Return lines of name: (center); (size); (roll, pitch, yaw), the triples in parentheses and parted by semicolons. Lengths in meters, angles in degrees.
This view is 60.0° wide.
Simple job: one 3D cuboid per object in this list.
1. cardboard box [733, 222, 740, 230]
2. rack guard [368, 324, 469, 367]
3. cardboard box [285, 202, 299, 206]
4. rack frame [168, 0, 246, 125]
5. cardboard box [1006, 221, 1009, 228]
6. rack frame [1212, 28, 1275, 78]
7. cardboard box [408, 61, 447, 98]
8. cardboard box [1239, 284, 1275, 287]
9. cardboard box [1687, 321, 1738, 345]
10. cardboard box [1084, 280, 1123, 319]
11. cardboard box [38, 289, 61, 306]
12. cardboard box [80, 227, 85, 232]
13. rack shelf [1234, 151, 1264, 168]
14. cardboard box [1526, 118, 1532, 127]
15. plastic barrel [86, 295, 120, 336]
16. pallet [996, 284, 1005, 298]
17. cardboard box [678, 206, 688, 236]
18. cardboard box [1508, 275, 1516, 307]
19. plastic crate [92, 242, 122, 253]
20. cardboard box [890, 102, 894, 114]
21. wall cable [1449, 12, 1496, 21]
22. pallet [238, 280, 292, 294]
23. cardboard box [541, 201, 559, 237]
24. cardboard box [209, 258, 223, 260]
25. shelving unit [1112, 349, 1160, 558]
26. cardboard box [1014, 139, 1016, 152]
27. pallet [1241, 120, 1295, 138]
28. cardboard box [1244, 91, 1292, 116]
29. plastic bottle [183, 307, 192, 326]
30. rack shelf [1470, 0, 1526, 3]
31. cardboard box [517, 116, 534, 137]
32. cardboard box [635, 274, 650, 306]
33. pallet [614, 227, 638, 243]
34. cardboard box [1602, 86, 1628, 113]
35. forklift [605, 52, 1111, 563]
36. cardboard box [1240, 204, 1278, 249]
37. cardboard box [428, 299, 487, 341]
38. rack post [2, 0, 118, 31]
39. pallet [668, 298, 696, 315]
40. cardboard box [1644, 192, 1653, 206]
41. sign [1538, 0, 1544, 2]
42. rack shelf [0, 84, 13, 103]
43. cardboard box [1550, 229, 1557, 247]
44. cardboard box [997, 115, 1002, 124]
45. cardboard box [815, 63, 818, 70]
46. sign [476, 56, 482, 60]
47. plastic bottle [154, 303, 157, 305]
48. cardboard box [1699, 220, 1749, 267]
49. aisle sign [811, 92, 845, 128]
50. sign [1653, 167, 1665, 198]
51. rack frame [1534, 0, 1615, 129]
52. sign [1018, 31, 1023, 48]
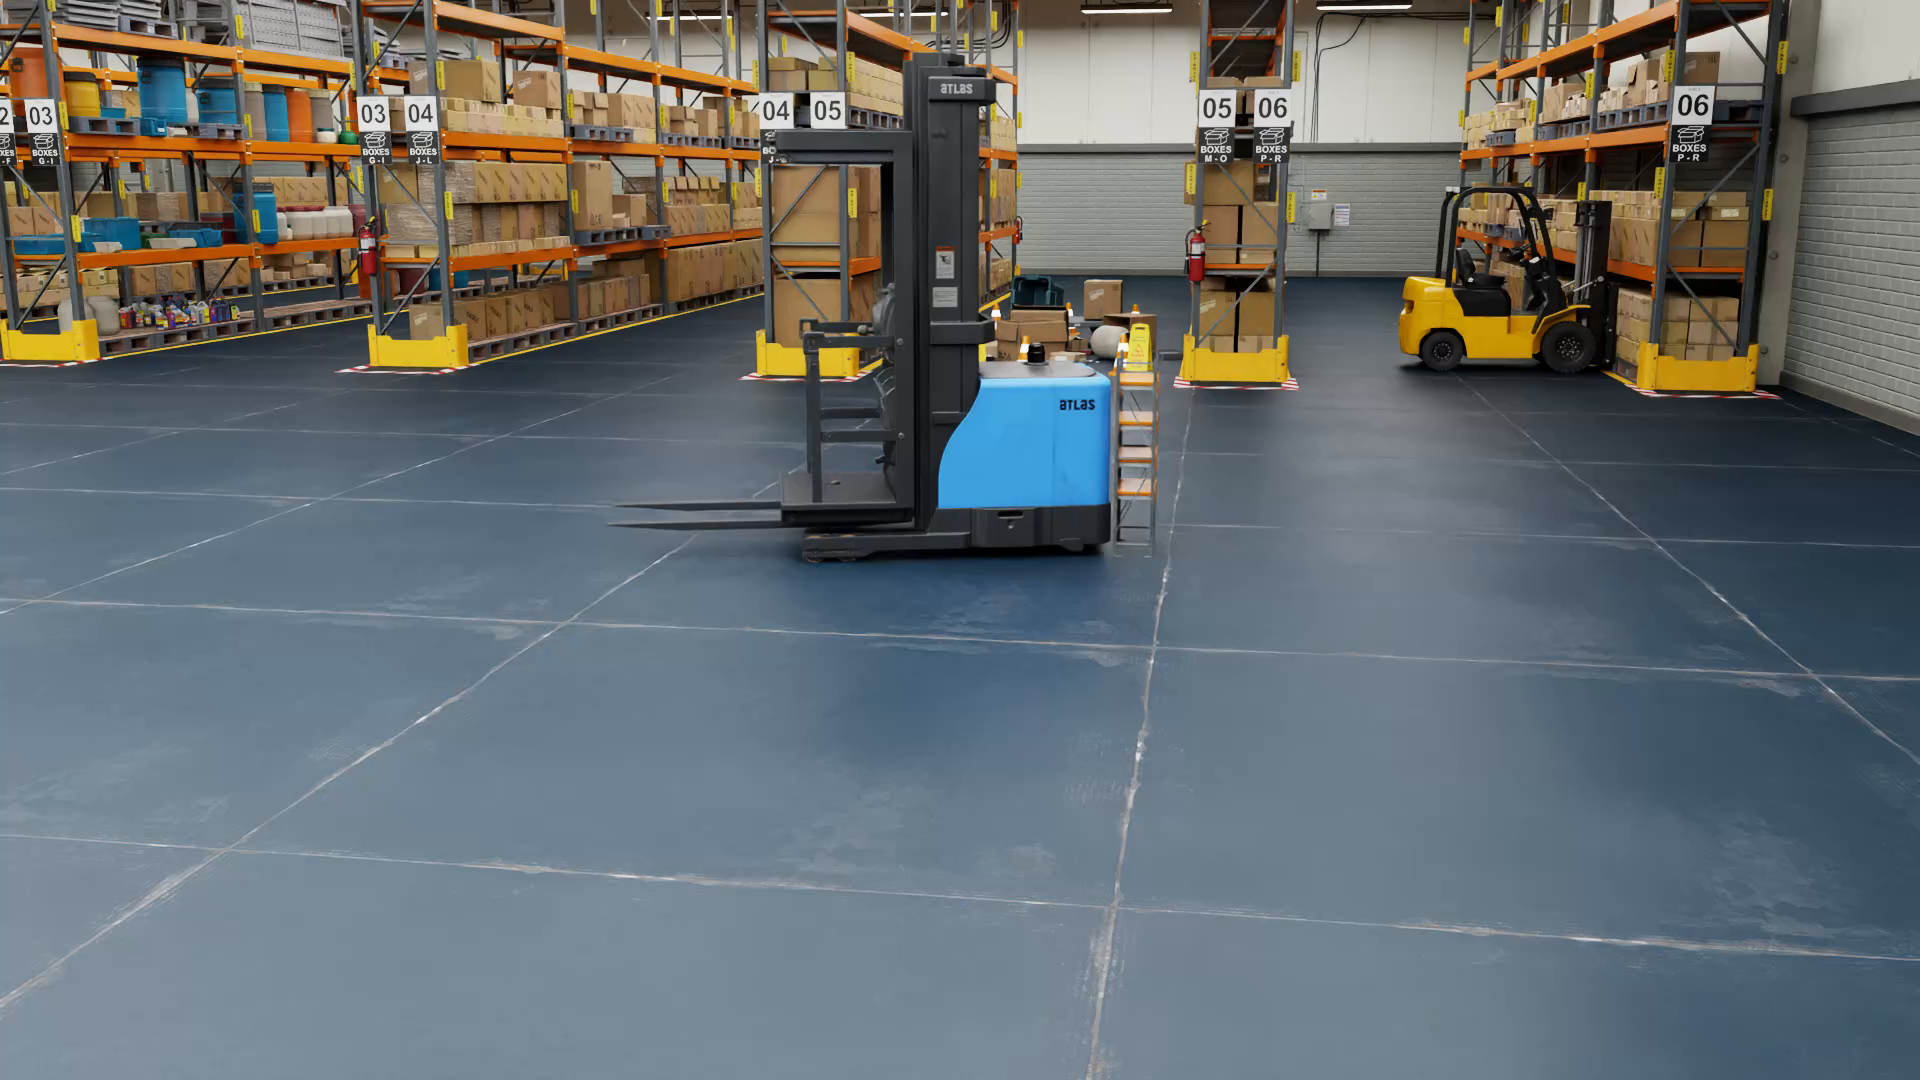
cardboard box: (-4.447, -6.030, 31.951); (0.380, 0.149, 0.250); (2, 12, 9)
rack guard: (-6.655, -2.398, 20.435); (1.175, 0.500, 0.348); (2, 12, 9)
cardboard box: (-14.107, -6.781, 34.601); (0.500, 0.500, 0.500); (2, 12, 8)
rack frame: (-10.946, -7.530, 24.074); (1.000, 3.000, 0.127); (2, 12, 9)
cardboard box: (0.793, -6.396, 33.650); (0.380, 0.149, 0.250); (2, 12, 10)
rack frame: (4.355, -7.881, 25.704); (1.000, 3.000, 0.127); (2, 12, 9)
cardboard box: (-6.679, -5.840, 21.223); (0.500, 0.500, 0.500); (2, 12, 9)
cardboard box: (3.687, -2.888, 20.524); (0.500, 0.500, 0.500); (2, 12, 10)
cardboard box: (8.308, -2.320, 18.481); (0.500, 0.250, 0.500); (2, 12, 10)
cardboard box: (1.977, -3.316, 22.894); (0.500, 0.500, 0.500); (2, 12, 9)
cardboard box: (-15.297, -4.016, 27.538); (0.500, 0.250, 0.500); (2, 12, 10)
cardboard box: (-15.090, -5.272, 28.435); (0.380, 0.149, 0.250); (2, 12, 9)
rack shelf: (4.663, -6.480, 28.027); (1.077, 0.370, 4.000); (2, 12, 9)
cardboard box: (9.197, -6.618, 26.373); (0.380, 0.149, 0.250); (2, 12, 9)
plastic barrel: (-11.458, -2.998, 22.192); (0.421, 0.512, 0.421); (0, 12, 0)
pallet: (0.317, -4.953, 32.976); (1.003, 0.211, 1.213); (2, 12, 9)
cardboard box: (-5.016, -5.518, 28.742); (0.500, 0.500, 0.500); (2, 12, 7)
cardboard box: (9.278, -4.080, 27.241); (0.500, 0.500, 0.500); (2, 12, 11)
plastic crate: (-11.106, -3.812, 21.687); (0.298, 0.136, 0.250); (2, 12, 9)
cardboard box: (-1.063, -5.555, 21.393); (0.380, 0.149, 0.250); (2, 12, 10)
wall cable: (12.624, -13.239, 37.362); (2.988, 3.039, 0.133); (2, 12, 9)
pallet: (-14.503, -5.204, 34.139); (1.003, 0.211, 1.213); (2, 12, 9)
cardboard box: (-6.182, -4.540, 23.495); (0.875, 0.500, 0.500); (2, 12, 9)
cardboard box: (-14.925, -5.324, 32.969); (0.500, 0.500, 0.500); (1, 12, 6)
shelving unit: (1.073, -0.533, 10.121); (0.258, 1.200, 0.503); (2, 12, 8)
cardboard box: (0.871, -8.043, 33.930); (0.500, 0.250, 0.500); (2, 12, 7)
pallet: (3.940, -5.616, 22.756); (1.213, 0.211, 1.003); (2, 12, 9)
cardboard box: (3.466, -4.918, 18.722); (0.500, 0.250, 0.500); (2, 12, 8)
plastic bottle: (-10.875, -3.148, 23.412); (0.097, 0.271, 0.097); (0, 12, 0)
rack shelf: (10.183, -10.243, 30.482); (1.077, 0.370, 4.000); (2, 12, 9)
cardboard box: (-6.028, -5.512, 22.186); (0.500, 0.250, 0.500); (2, 12, 8)
cardboard box: (-5.520, -4.123, 27.392); (0.700, 0.500, 0.500); (1, 12, 6)
pallet: (-5.701, -4.763, 25.927); (1.003, 0.211, 1.213); (2, 12, 9)
cardboard box: (8.277, -5.468, 20.601); (0.500, 0.311, 0.500); (2, 12, 10)
forklift: (-0.638, -1.413, 10.092); (3.031, 2.935, 1.130); (-1, 12, -6)
cardboard box: (3.548, -3.675, 19.483); (0.500, 0.500, 0.500); (2, 12, 10)
cardboard box: (-6.496, -2.843, 21.500); (0.500, 0.500, 0.500); (5, 13, 23)
rack post: (-11.319, -6.606, 20.974); (0.937, 0.300, 0.954); (3, 13, 15)
pallet: (-5.241, -4.068, 28.869); (1.003, 0.211, 1.213); (2, 12, 9)
cardboard box: (7.898, -3.824, 18.633); (0.380, 0.149, 0.250); (2, 12, 10)
sign: (8.723, -8.232, 24.926); (0.100, 0.325, 0.005); (2, 12, 9)
rack shelf: (-19.812, -8.553, 31.477); (1.077, 0.370, 4.000); (2, 12, 9)
cardboard box: (8.715, -4.311, 23.732); (0.500, 0.250, 0.500); (2, 12, 10)
cardboard box: (0.598, -8.078, 31.958); (0.380, 0.149, 0.250); (3, 12, 11)
cardboard box: (-1.908, -5.702, 20.183); (0.380, 0.149, 0.250); (2, 12, 9)
sign: (-9.172, -9.075, 31.739); (0.100, 0.325, 0.005); (2, 12, 9)
plastic bottle: (-11.576, -3.258, 23.893); (0.061, 0.283, 0.133); (2, 12, 11)
cardboard box: (8.381, -3.266, 18.292); (0.500, 0.500, 0.500); (2, 12, 10)
aisle sign: (-1.496, -4.669, 18.867); (0.394, 0.787, 0.004); (2, 12, 9)
sign: (7.496, -3.825, 17.814); (0.100, 0.325, 0.005); (2, 12, 9)
rack frame: (9.261, -7.721, 24.961); (1.000, 3.000, 0.127); (2, 12, 9)
sign: (1.224, -10.198, 33.859); (0.100, 0.325, 0.005); (2, 12, 9)
